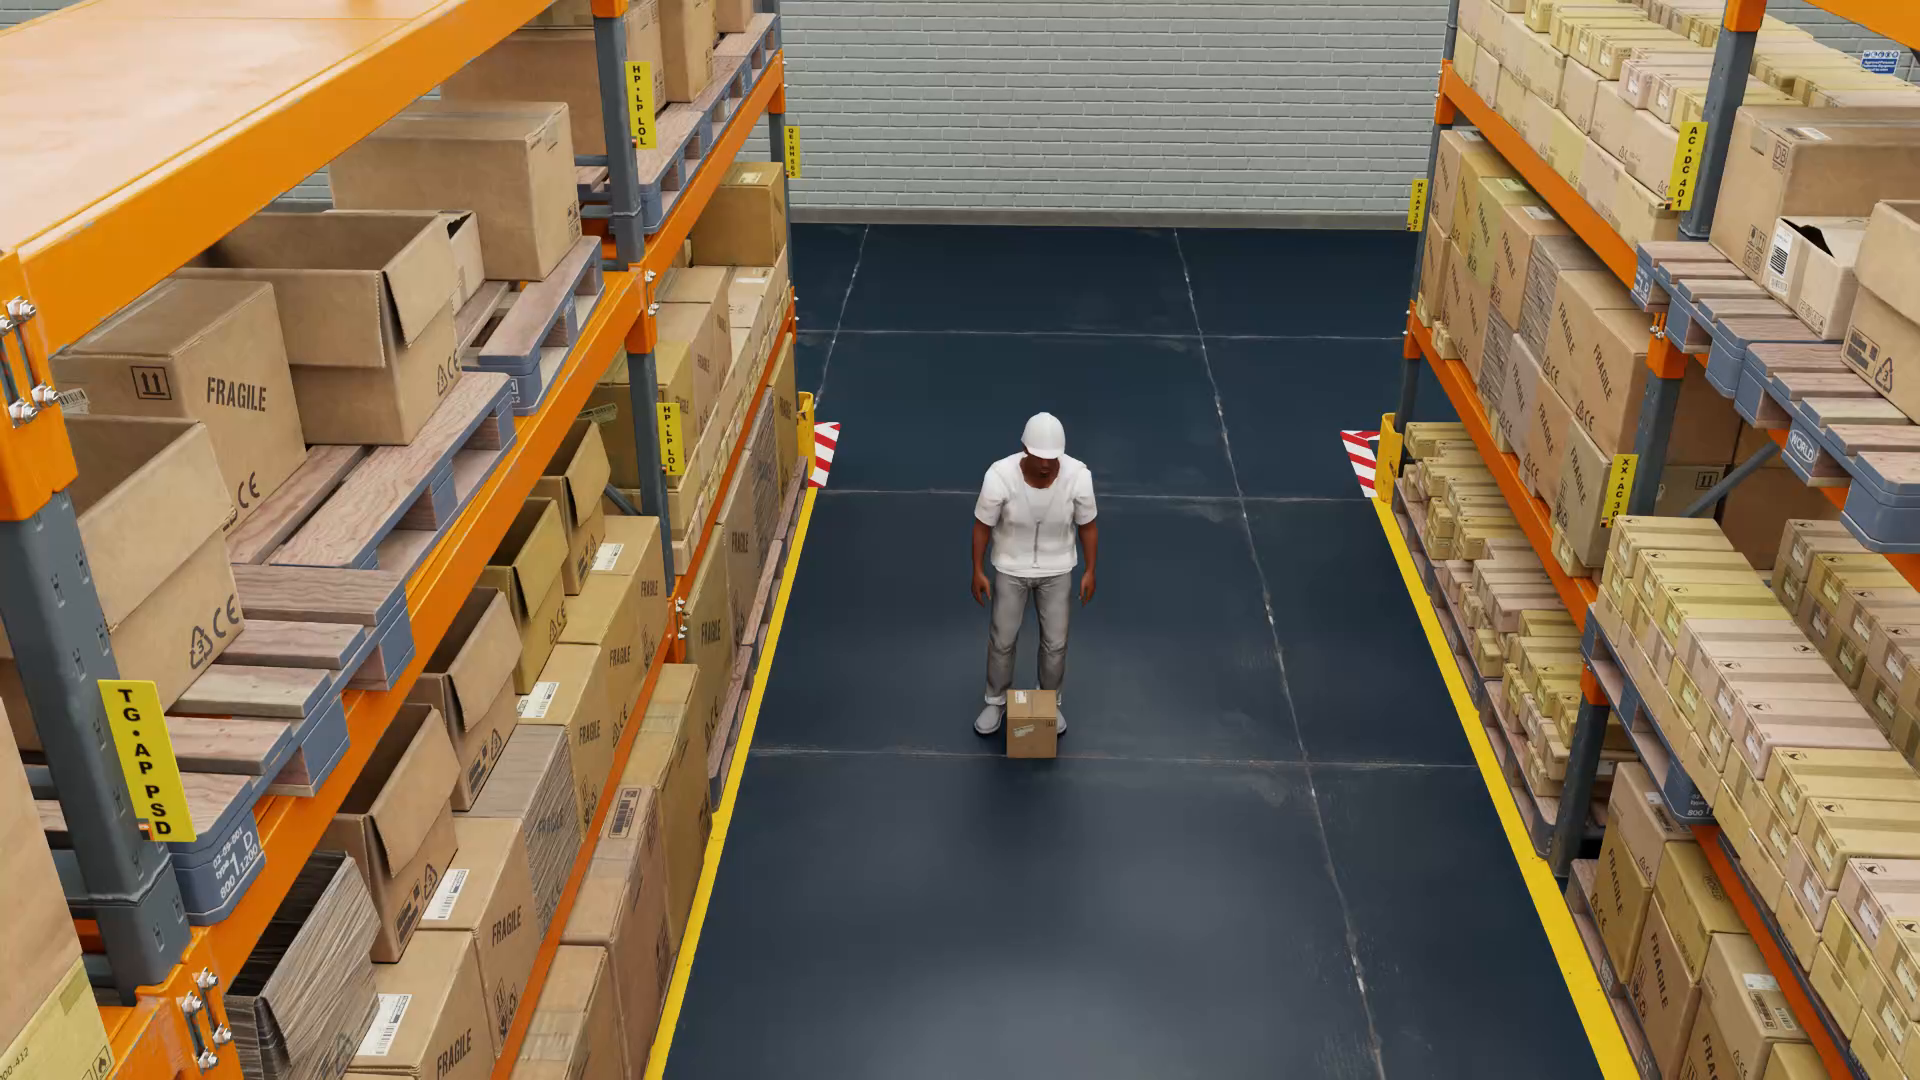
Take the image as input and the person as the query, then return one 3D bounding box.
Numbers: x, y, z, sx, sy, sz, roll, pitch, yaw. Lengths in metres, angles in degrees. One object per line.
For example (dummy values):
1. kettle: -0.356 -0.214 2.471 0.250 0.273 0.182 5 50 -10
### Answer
1. person: 0.371 0.162 8.296 0.634 1.759 0.461 -1 28 -1
